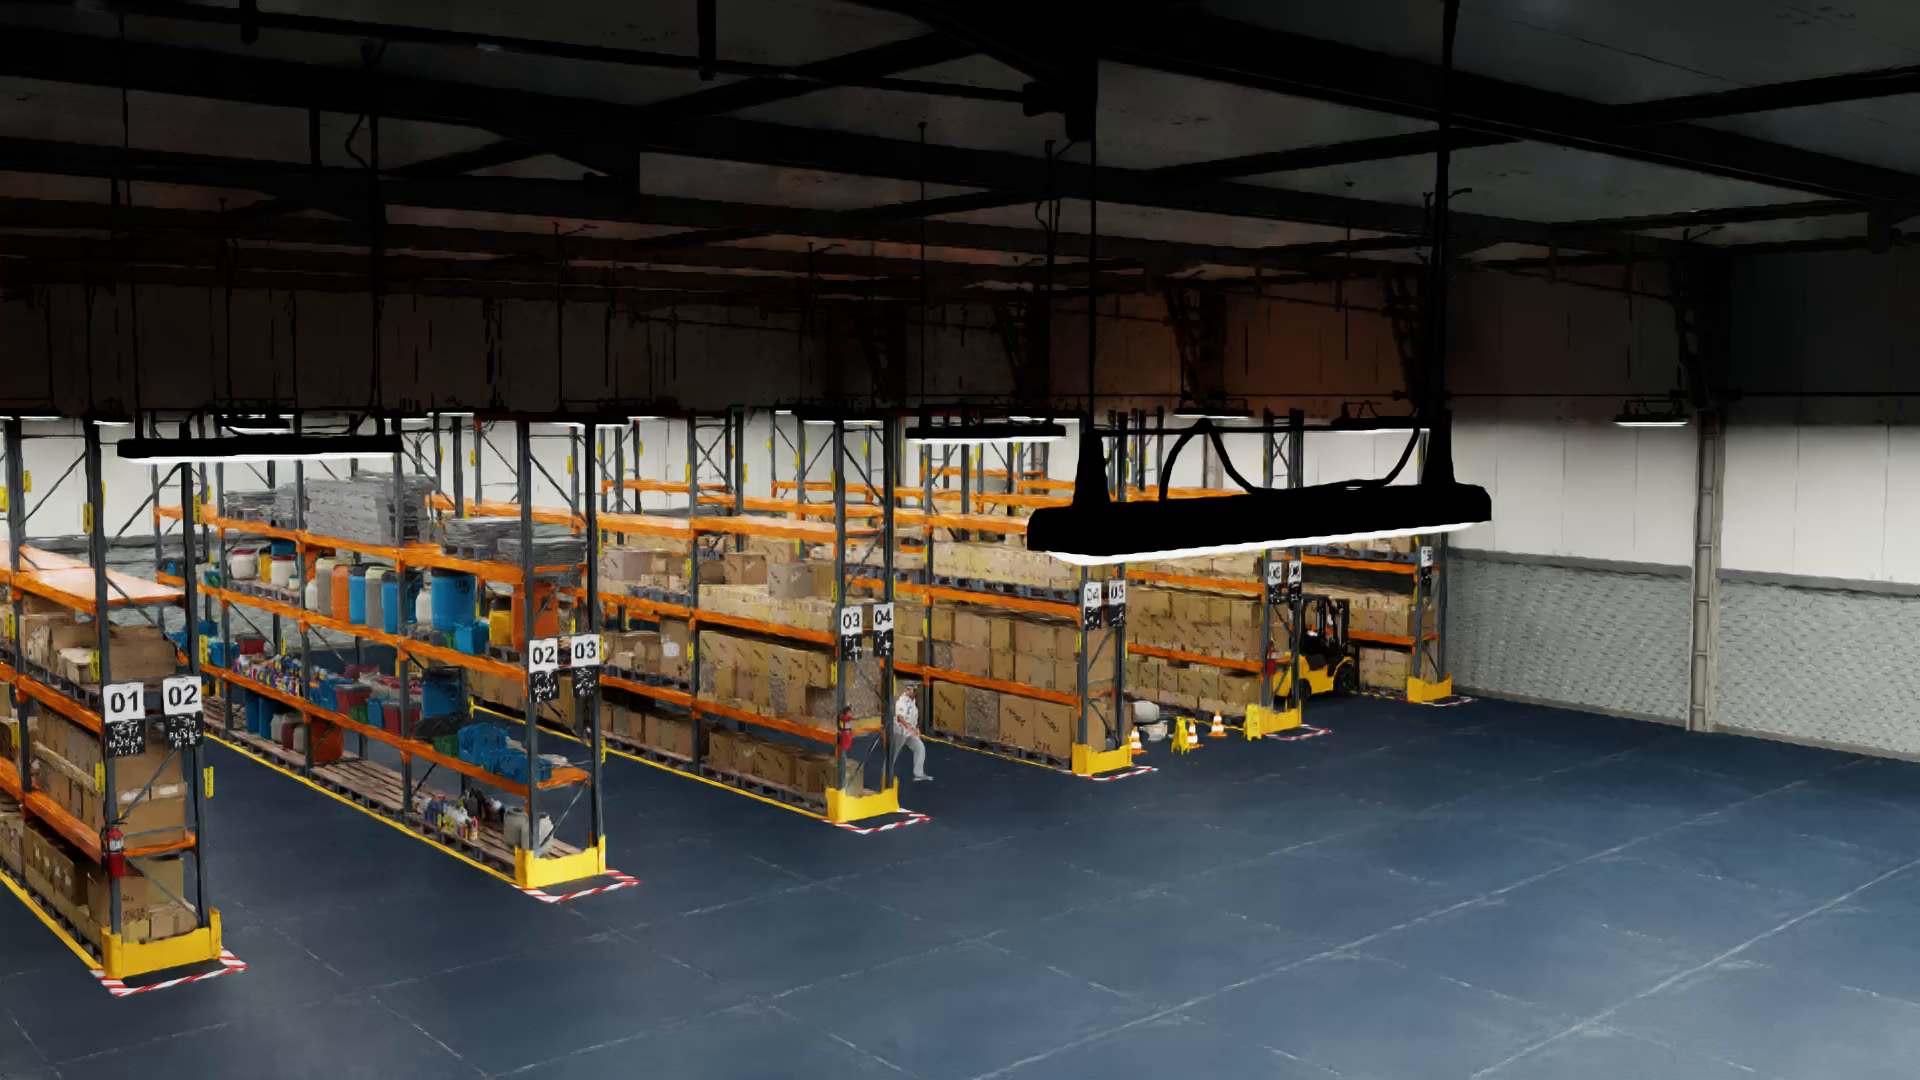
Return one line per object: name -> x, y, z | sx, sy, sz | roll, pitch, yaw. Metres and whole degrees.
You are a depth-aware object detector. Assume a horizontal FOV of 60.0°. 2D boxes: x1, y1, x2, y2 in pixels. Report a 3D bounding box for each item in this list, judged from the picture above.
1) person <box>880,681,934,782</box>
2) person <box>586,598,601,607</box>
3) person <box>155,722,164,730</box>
person -> -0.895, 3.110, 26.973 | 0.767, 1.705, 0.679 | 3, 6, 27
person -> -8.997, 1.958, 40.715 | 0.522, 1.573, 0.626 | 1, 5, 15
person -> -14.662, 2.883, 30.048 | 0.446, 1.590, 1.110 | -4, 6, -39
